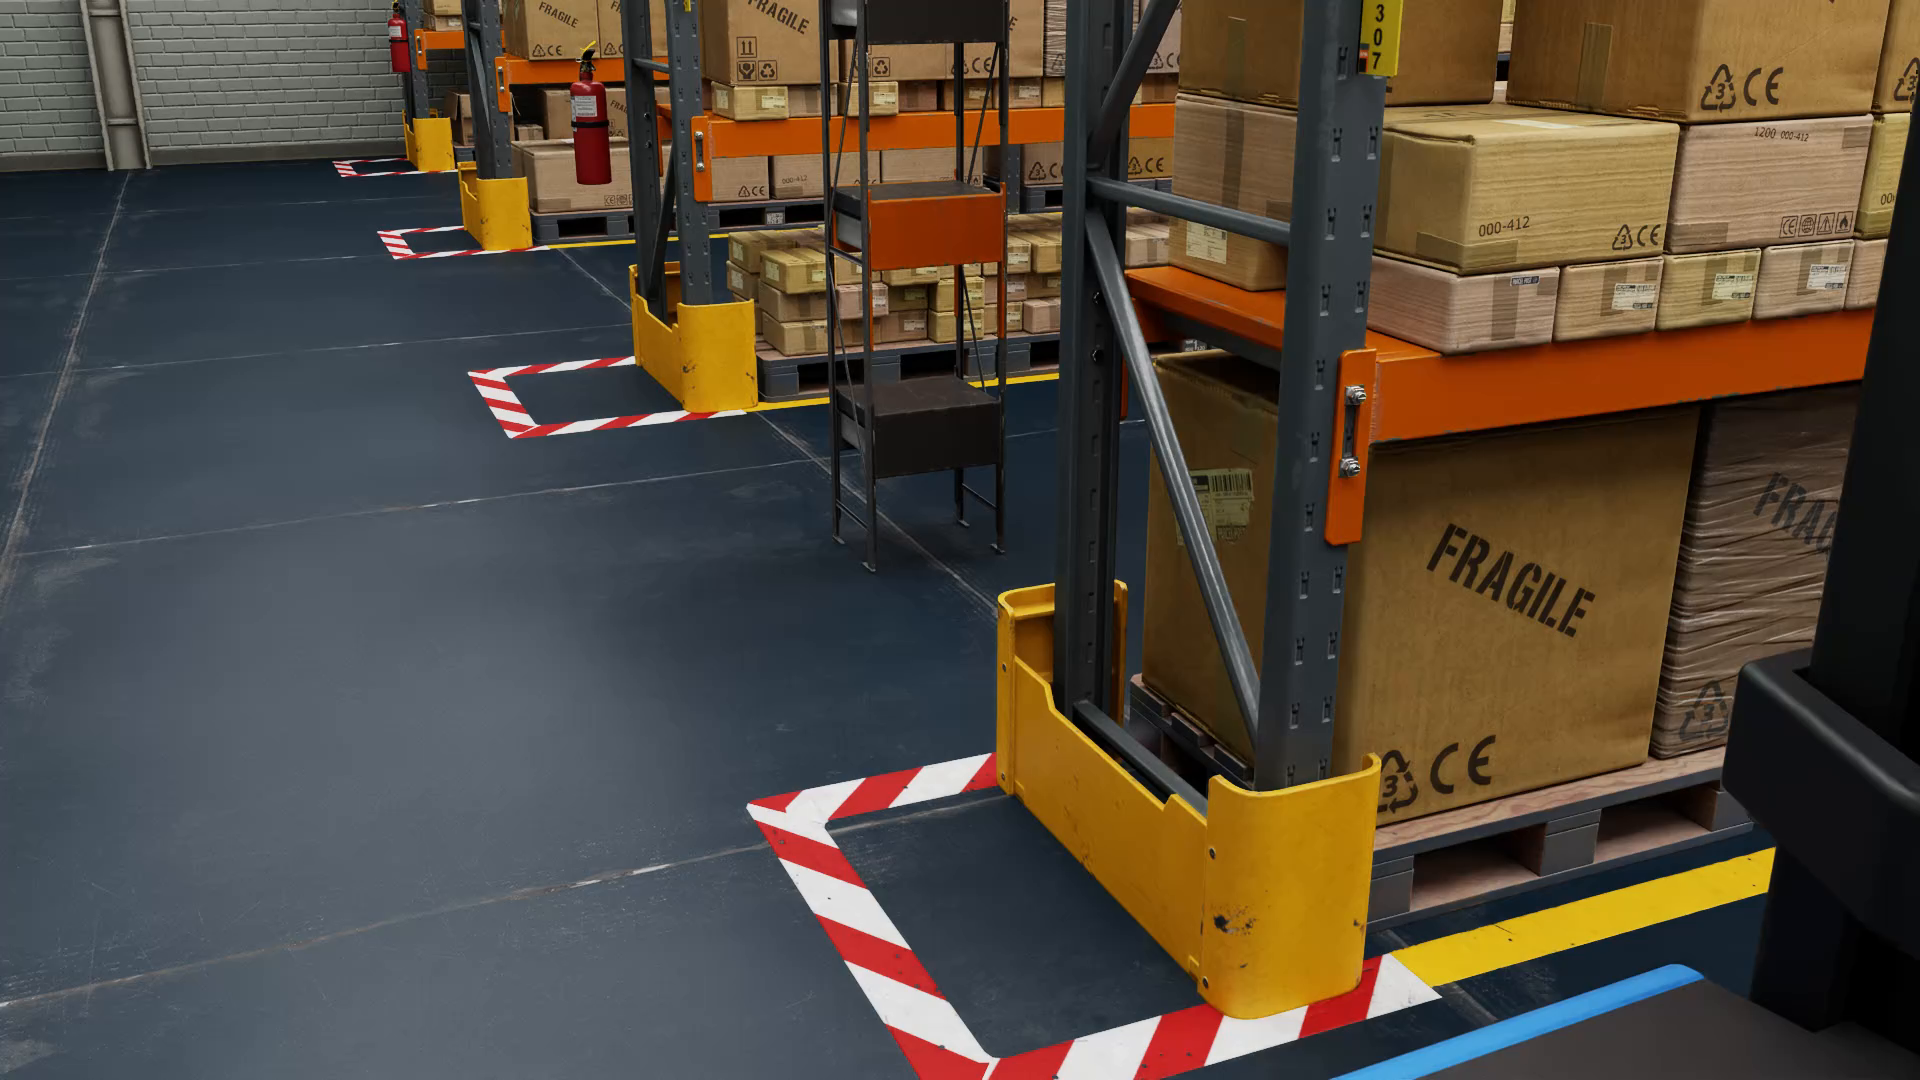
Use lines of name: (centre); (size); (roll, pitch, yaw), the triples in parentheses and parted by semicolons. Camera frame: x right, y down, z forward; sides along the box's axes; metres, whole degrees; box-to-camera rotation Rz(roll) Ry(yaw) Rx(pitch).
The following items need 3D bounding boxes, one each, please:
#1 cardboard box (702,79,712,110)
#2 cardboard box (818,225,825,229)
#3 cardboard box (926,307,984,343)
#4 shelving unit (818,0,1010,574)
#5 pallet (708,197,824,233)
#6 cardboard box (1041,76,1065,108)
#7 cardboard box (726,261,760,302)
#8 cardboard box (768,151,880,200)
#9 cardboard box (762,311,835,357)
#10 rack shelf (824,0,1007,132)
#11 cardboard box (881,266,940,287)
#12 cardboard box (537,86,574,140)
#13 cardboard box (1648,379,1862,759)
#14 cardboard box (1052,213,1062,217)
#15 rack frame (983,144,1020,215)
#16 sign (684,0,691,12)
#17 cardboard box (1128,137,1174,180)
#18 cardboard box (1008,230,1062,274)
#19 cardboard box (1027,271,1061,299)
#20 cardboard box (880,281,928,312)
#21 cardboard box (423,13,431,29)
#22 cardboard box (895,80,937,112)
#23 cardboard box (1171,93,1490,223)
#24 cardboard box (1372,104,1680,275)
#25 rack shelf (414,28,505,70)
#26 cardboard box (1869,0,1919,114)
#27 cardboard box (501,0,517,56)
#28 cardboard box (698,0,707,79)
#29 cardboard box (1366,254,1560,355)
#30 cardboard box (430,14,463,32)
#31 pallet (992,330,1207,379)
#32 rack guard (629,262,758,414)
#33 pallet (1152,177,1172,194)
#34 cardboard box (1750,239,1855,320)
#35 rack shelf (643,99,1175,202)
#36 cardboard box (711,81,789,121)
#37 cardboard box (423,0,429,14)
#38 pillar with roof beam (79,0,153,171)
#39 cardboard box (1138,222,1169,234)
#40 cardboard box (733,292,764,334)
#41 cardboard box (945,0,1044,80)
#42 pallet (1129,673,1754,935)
cardboard box: (-1.200, -2.193, 8.113); (0.250, 0.149, 0.380); (-8, 21, -22)
cardboard box: (-0.561, -1.552, 8.678); (0.250, 0.149, 0.380); (-9, 21, -23)
cardboard box: (-0.068, -1.102, 8.295); (0.250, 0.149, 0.380); (-8, 21, -21)
shelving unit: (-0.152, -0.969, 5.611); (0.503, 2.100, 0.431); (-8, 21, -22)
pallet: (-1.620, -2.652, 13.236); (1.213, 0.211, 1.003); (-8, 21, -22)
cardboard box: (0.452, -2.228, 8.211); (0.250, 0.149, 0.380); (-7, 21, -20)
cardboard box: (-1.016, -1.333, 8.503); (0.250, 0.149, 0.380); (-9, 21, -23)
cardboard box: (-1.209, -3.027, 13.328); (0.875, 0.438, 0.875); (-9, 21, -24)
cardboard box: (-0.780, -1.007, 8.027); (0.250, 0.149, 0.380); (-8, 21, -21)
rack shelf: (-0.152, -1.616, 5.384); (0.480, 0.518, 0.431); (-8, 21, -22)
cardboard box: (-0.284, -1.349, 8.101); (0.250, 0.149, 0.380); (-8, 21, -22)
cardboard box: (-4.011, -4.363, 17.029); (0.500, 0.500, 0.700); (-7, 21, -20)
cardboard box: (1.876, -0.081, 4.303); (0.875, 0.875, 0.875); (-8, 21, -22)
cardboard box: (0.684, -1.683, 9.051); (0.250, 0.149, 0.380); (-9, 21, -24)
rack frame: (0.232, -4.205, 13.449); (0.127, 3.000, 1.000); (-8, 21, -22)
sign: (-1.173, -2.426, 7.091); (0.005, 0.325, 0.100); (-8, 21, -22)
cardboard box: (1.596, -3.628, 14.377); (0.875, 0.875, 0.875); (-8, 21, -20)
cardboard box: (0.429, -1.461, 8.420); (0.250, 0.149, 0.380); (-8, 21, -21)
cardboard box: (0.376, -1.358, 8.574); (0.250, 0.149, 0.380); (-7, 21, -19)
cardboard box: (-0.341, -1.245, 8.254); (0.250, 0.149, 0.380); (-8, 21, -21)
cardboard box: (-5.213, -5.199, 16.650); (0.250, 0.149, 0.380); (-8, 21, -23)
cardboard box: (-0.291, -2.148, 7.984); (0.250, 0.149, 0.380); (-7, 21, -19)
cardboard box: (0.824, -0.871, 3.758); (0.500, 0.250, 0.500); (-9, 21, -23)
cardboard box: (1.032, -0.707, 3.292); (0.500, 0.250, 0.500); (-9, 21, -23)
rack shelf: (-3.574, -5.116, 17.118); (4.000, 0.370, 1.077); (-8, 21, -22)
cardboard box: (1.964, -1.197, 3.553); (0.500, 0.500, 0.500); (-9, 21, -23)
cardboard box: (-3.103, -3.870, 12.347); (0.500, 0.500, 0.500); (-8, 21, -22)
cardboard box: (-1.077, -2.508, 8.029); (0.500, 0.500, 0.500); (-8, 21, -21)
cardboard box: (0.941, -0.484, 3.260); (0.250, 0.149, 0.380); (-8, 21, -21)
cardboard box: (-5.000, -5.033, 16.179); (0.250, 0.149, 0.380); (-8, 21, -22)
pallet: (0.561, -1.133, 8.921); (1.213, 0.211, 1.003); (-8, 21, -22)
rack guard: (-1.318, -1.014, 8.148); (0.348, 0.500, 1.175); (-8, 21, -22)
pallet: (2.032, -3.176, 14.725); (1.213, 0.211, 1.003); (-8, 21, -22)
cardboard box: (1.650, -0.587, 3.551); (0.250, 0.149, 0.380); (-8, 21, -23)
rack shelf: (0.449, -2.106, 8.571); (4.000, 0.370, 1.077); (-8, 21, -22)
cardboard box: (-0.960, -2.007, 7.584); (0.250, 0.149, 0.380); (-8, 21, -22)
cardboard box: (-5.094, -5.403, 16.629); (0.500, 0.250, 0.500); (-8, 21, -20)
pillar with roof beam: (-6.538, -6.629, 11.300); (0.400, 9.000, 9.100); (-8, 21, -22)
cardboard box: (1.136, -1.562, 8.706); (0.250, 0.149, 0.380); (-9, 21, -25)
cardboard box: (-0.987, -1.169, 8.486); (0.250, 0.149, 0.380); (-8, 21, -21)
cardboard box: (0.070, -2.484, 7.961); (0.500, 0.500, 0.500); (-8, 21, -21)
pallet: (1.187, 0.529, 4.201); (1.213, 0.211, 1.003); (-8, 21, -22)
